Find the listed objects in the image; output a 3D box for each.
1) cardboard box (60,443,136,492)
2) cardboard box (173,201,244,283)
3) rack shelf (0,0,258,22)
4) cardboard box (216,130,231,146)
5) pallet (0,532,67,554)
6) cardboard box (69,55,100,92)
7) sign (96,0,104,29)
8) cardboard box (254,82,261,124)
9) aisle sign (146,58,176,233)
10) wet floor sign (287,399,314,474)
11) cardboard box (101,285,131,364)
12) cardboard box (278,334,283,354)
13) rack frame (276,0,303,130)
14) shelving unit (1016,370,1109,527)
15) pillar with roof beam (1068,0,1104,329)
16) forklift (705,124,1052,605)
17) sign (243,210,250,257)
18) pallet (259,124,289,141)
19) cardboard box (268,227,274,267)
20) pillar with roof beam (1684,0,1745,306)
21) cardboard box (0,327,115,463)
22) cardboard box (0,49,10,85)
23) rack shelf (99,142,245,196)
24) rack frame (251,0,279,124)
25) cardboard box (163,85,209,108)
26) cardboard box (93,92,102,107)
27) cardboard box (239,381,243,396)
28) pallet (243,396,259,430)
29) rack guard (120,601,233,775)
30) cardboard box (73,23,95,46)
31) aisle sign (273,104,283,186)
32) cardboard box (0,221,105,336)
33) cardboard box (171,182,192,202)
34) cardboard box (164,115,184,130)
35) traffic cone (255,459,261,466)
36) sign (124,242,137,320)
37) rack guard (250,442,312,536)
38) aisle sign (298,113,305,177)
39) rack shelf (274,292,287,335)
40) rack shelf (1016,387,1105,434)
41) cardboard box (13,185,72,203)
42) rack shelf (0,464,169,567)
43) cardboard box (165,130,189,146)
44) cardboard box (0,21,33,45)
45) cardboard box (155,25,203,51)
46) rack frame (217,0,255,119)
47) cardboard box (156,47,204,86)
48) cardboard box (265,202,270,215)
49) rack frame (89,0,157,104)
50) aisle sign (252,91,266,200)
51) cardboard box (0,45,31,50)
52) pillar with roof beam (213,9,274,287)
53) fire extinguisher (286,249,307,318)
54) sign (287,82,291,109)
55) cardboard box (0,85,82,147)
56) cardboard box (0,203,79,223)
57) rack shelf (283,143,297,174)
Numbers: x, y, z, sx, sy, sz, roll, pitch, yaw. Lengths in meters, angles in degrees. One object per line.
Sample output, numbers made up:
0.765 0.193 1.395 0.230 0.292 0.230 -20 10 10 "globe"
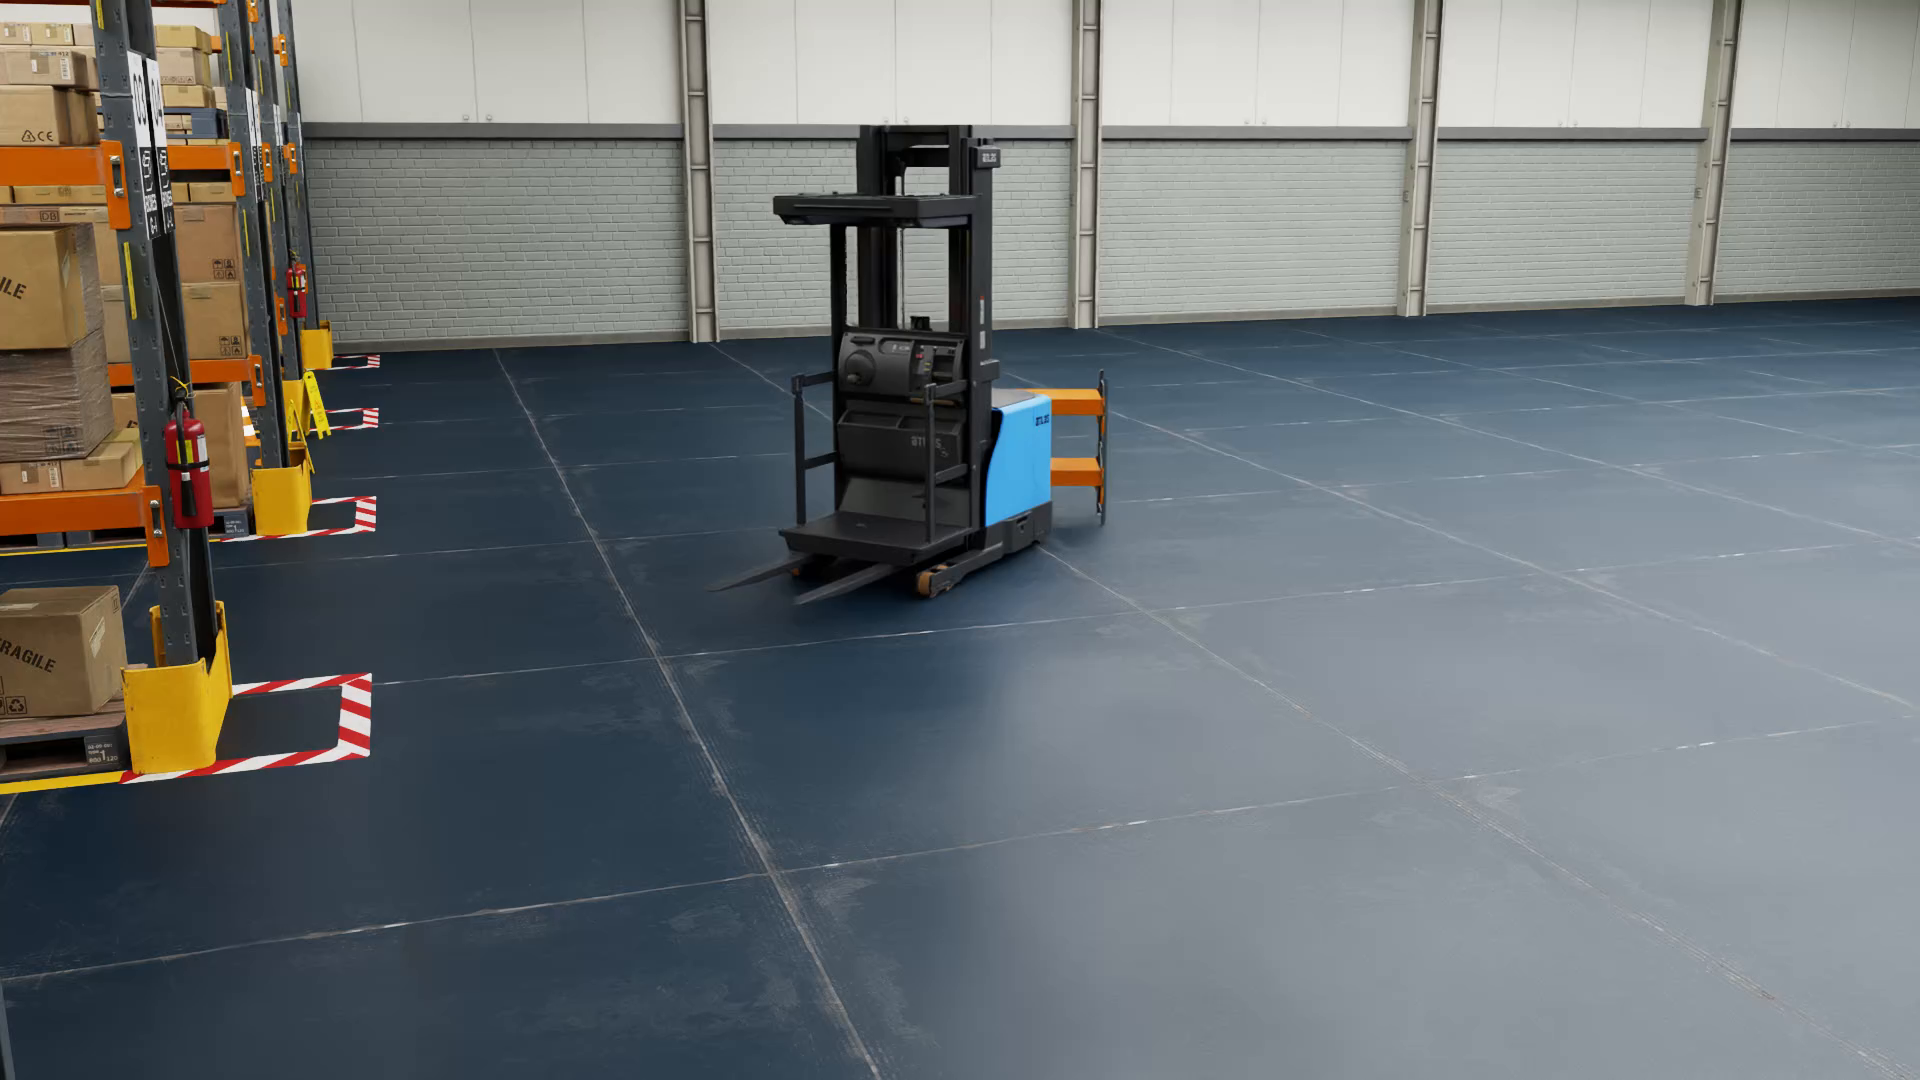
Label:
-3.944 -0.337 7.620 0.250 0.149 0.380 -4 14 -18 "cardboard box"
-5.590 -2.200 12.252 0.550 0.550 0.875 -4 14 -18 "cardboard box"
-8.796 -5.118 15.776 4.000 0.370 1.077 -4 14 -18 "rack shelf"
-7.150 -3.948 16.320 0.250 0.149 0.380 -4 14 -18 "cardboard box"
-7.113 -0.099 12.102 1.213 0.211 1.003 -4 14 -18 "pallet"
-4.075 -2.136 7.621 0.250 0.149 0.380 -5 14 -18 "cardboard box"
-3.582 -2.292 6.902 0.005 0.325 0.100 -4 14 -18 "sign"
-8.829 -5.462 20.802 0.500 0.500 0.500 -4 14 -16 "cardboard box"
-3.777 -1.860 7.864 0.004 0.787 0.394 -4 14 -18 "aisle sign"
-5.830 -0.912 14.581 0.232 0.644 0.267 -7 15 -28 "wet floor sign"
-6.078 -1.611 12.109 0.550 0.550 0.875 -4 14 -18 "cardboard box"
-8.832 -2.550 21.415 0.500 0.250 0.500 -4 14 -18 "cardboard box"
-8.487 -6.706 20.888 0.127 3.000 1.000 -4 14 -18 "rack frame"
0.576 -0.702 12.663 1.048 1.125 0.538 0 13 0 "shelving unit"
3.312 -6.794 21.257 0.400 9.000 9.100 -4 14 -18 "pillar with roof beam"
-0.492 -1.179 10.766 1.130 2.935 3.031 7 15 28 "forklift"
-5.066 -2.179 11.808 0.005 0.325 0.100 -4 14 -18 "sign"
-9.166 -5.157 21.050 1.213 0.211 1.003 -4 14 -18 "pallet"
-8.870 -3.742 21.176 0.500 0.500 0.500 -5 14 -19 "cardboard box"
14.685 -7.679 24.980 0.400 9.000 9.100 -4 14 -18 "pillar with roof beam"
-4.270 -0.684 7.678 0.500 0.500 0.875 -4 14 -18 "cardboard box"
-4.188 -2.023 7.147 0.250 0.149 0.380 -5 14 -20 "cardboard box"
-7.122 -2.582 11.590 4.000 0.370 1.077 -4 14 -18 "rack shelf"
-6.901 -5.617 16.313 0.127 3.000 1.000 -4 14 -18 "rack frame"
-5.433 -3.112 11.680 0.250 0.149 0.380 -4 14 -18 "cardboard box"
-5.915 -3.074 11.522 0.250 0.149 0.380 -4 14 -17 "cardboard box"
-7.753 -1.567 17.281 0.500 0.250 0.500 -5 14 -19 "cardboard box"
-7.754 -1.284 17.086 1.213 0.211 1.003 -4 14 -18 "pallet"
-3.812 0.696 8.135 0.348 0.500 1.175 -4 14 -18 "rack guard"
-5.917 -3.462 11.430 0.250 0.149 0.380 -4 14 -17 "cardboard box"
-6.749 -3.905 16.458 0.004 0.787 0.394 -4 14 -18 "aisle sign"
-4.348 -1.224 7.788 0.500 0.500 0.500 -4 14 -18 "cardboard box"
-7.797 -3.257 16.335 0.500 0.500 0.700 -4 14 -18 "cardboard box"
-7.781 -4.099 16.093 0.500 0.250 0.500 -5 14 -19 "cardboard box"
-6.221 -0.932 15.060 0.334 0.463 0.336 -4 14 -18 "traffic cone"
-3.582 -1.119 7.181 0.005 0.325 0.100 -4 14 -18 "sign"
-5.203 -0.406 12.771 0.348 0.500 1.175 -4 14 -18 "rack guard"
-8.331 -4.992 21.031 0.004 0.787 0.394 -4 14 -18 "aisle sign"
-8.796 -2.201 16.469 4.000 0.370 1.077 -4 14 -18 "rack shelf"
0.576 -0.987 12.595 1.000 0.278 0.538 0 13 0 "rack shelf"
-8.765 -3.191 16.055 0.500 0.500 0.700 -5 14 -18 "cardboard box"
-5.636 -0.028 7.332 4.000 0.370 1.077 -4 14 -18 "rack shelf"
-7.638 -3.911 16.162 0.250 0.149 0.380 -4 14 -16 "cardboard box"
-6.399 -3.425 11.272 0.250 0.149 0.380 -4 14 -18 "cardboard box"
-5.437 -3.499 11.586 0.250 0.149 0.380 -4 14 -18 "cardboard box"
-5.226 -4.539 11.780 0.127 3.000 1.000 -4 14 -18 "rack frame"
-5.601 -3.307 11.640 0.500 0.250 0.500 -4 14 -17 "cardboard box"
-8.760 -4.223 21.156 0.250 0.149 0.380 -4 14 -18 "cardboard box"
-3.740 -3.444 7.175 0.127 3.000 1.000 -4 14 -18 "rack frame"
-5.255 -2.956 12.472 0.004 0.787 0.394 -4 14 -18 "aisle sign"
-6.551 -3.234 11.331 0.500 0.250 0.500 -5 14 -18 "cardboard box"
-8.062 -5.908 17.534 0.400 9.000 9.100 -4 14 -18 "pillar with roof beam"
-6.645 -2.569 16.626 0.183 0.674 0.296 -4 14 -18 "fire extinguisher"
-8.327 -5.519 20.637 0.005 0.325 0.100 -4 14 -18 "sign"
-4.116 -1.820 7.156 0.500 0.250 0.500 -4 14 -17 "cardboard box"
-6.656 -2.128 11.948 0.550 0.550 0.875 -4 14 -18 "cardboard box"
-10.383 -4.749 20.698 4.000 0.370 1.077 -4 14 -18 "rack shelf"
